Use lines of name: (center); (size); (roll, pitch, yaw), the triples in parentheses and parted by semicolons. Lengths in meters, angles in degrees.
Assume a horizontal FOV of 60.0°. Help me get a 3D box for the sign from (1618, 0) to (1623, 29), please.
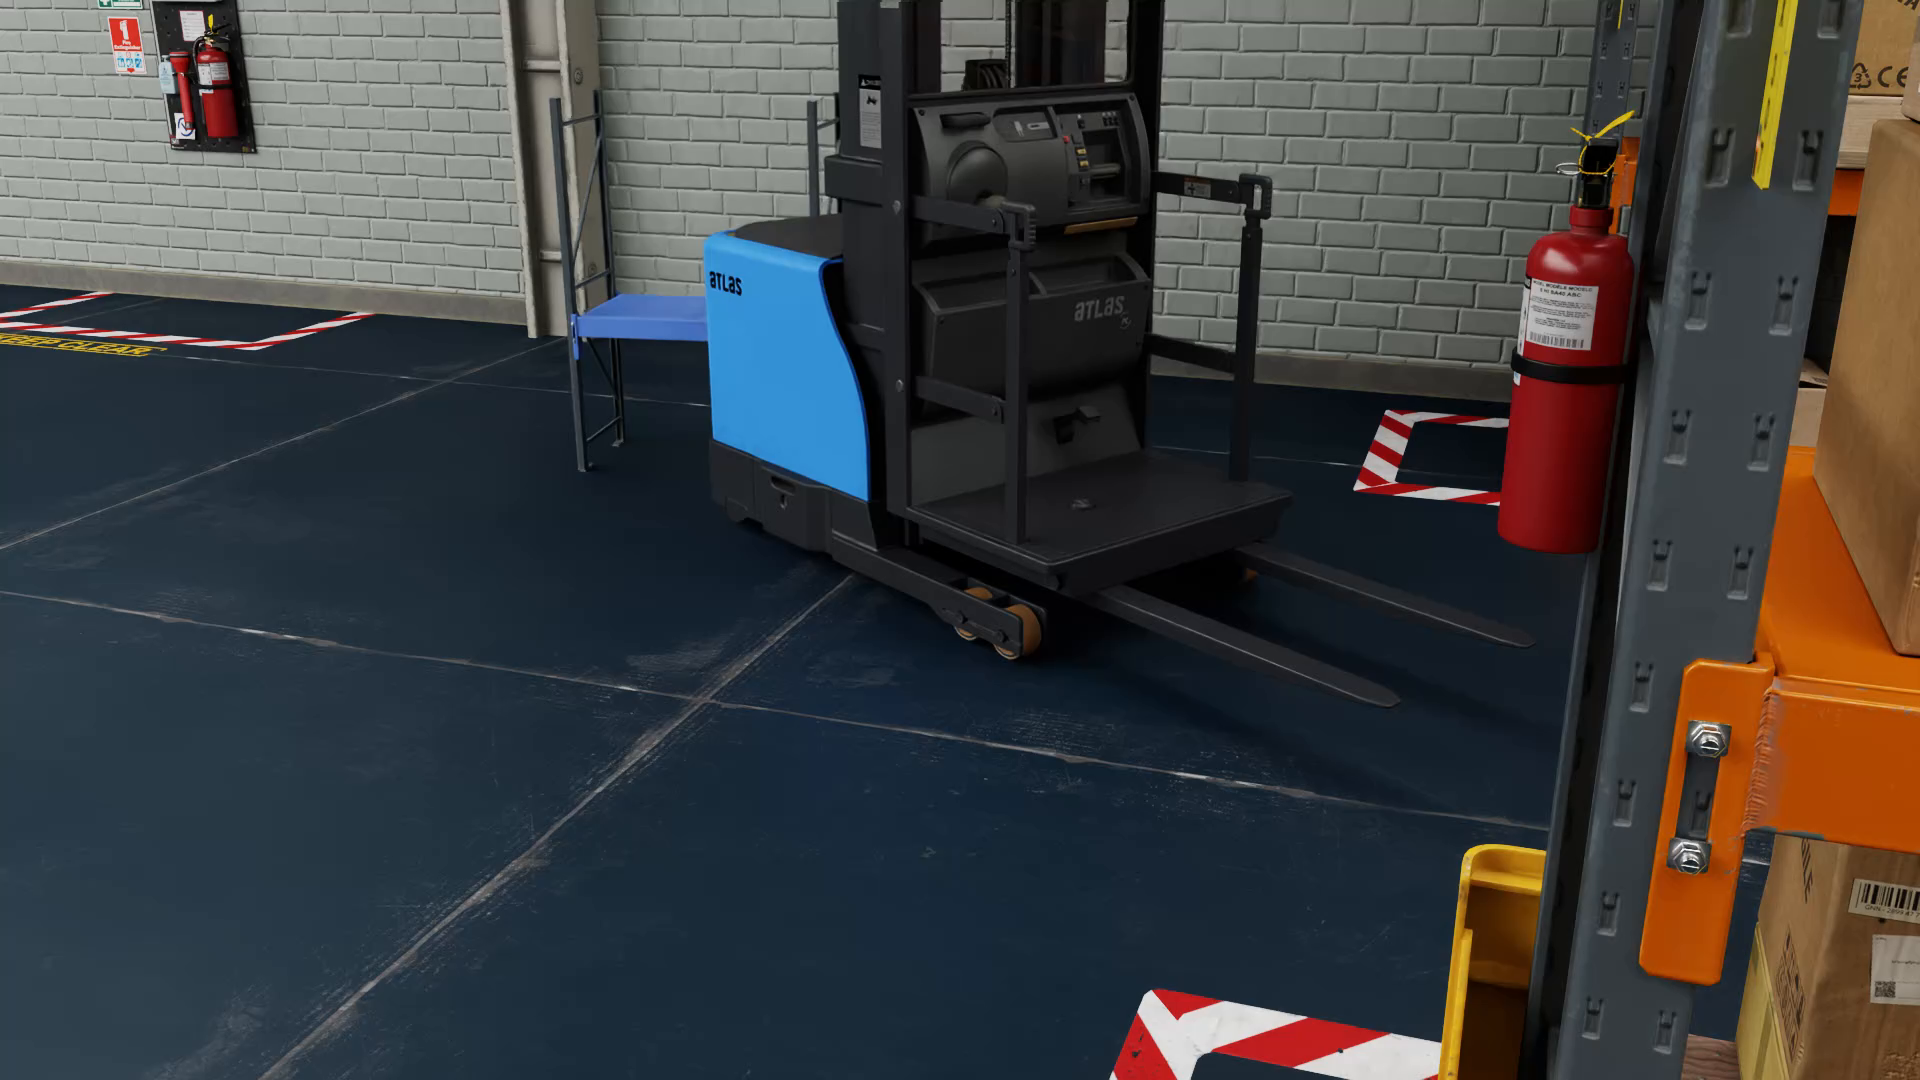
sign: (2.353, -1.981, 5.888); (0.005, 0.325, 0.100); (7, 20, 18)

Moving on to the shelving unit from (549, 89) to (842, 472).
shelving unit: (-1.025, -1.044, 6.792); (1.048, 1.500, 0.538); (3, 19, 9)

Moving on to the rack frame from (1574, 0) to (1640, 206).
rack frame: (2.531, -1.741, 6.514); (0.127, 3.000, 1.000); (7, 20, 18)

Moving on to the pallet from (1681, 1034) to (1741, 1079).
pallet: (1.645, 1.186, 2.354); (1.213, 0.211, 1.003); (7, 20, 18)

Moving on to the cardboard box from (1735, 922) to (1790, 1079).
cardboard box: (1.512, 0.866, 2.575); (0.500, 0.250, 0.500); (7, 20, 18)

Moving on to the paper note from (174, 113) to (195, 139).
paper note: (-4.658, -2.486, 9.989); (0.142, 0.148, 0.016); (7, 20, 18)

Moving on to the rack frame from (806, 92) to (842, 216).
rack frame: (-0.523, -1.017, 6.716); (0.032, 1.500, 0.500); (3, 19, 9)

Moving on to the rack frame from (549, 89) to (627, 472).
rack frame: (-1.527, -1.070, 6.867); (0.032, 1.500, 0.500); (3, 19, 9)

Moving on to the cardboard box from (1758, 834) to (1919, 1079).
cardboard box: (1.513, 0.511, 2.454); (0.500, 0.500, 0.500); (7, 20, 18)

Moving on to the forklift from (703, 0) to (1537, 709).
forklift: (0.378, -1.207, 5.086); (1.130, 2.935, 3.031); (-15, 24, -37)

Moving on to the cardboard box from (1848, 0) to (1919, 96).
cardboard box: (3.347, -1.832, 5.834); (0.500, 0.500, 0.500); (7, 20, 18)

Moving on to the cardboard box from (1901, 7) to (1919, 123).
cardboard box: (1.332, -0.572, 2.023); (0.250, 0.149, 0.380); (6, 20, 17)

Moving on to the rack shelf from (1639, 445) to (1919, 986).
rack shelf: (2.798, 0.355, 1.593); (4.000, 0.370, 1.077); (7, 20, 18)

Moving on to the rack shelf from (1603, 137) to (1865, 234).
rack shelf: (4.420, -1.185, 6.013); (4.000, 0.370, 1.077); (7, 20, 18)

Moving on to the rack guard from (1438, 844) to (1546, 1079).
rack guard: (0.886, 0.977, 2.513); (0.348, 0.500, 1.175); (7, 20, 18)

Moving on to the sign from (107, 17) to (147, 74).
sign: (-5.002, -2.970, 9.985); (0.234, 0.329, 0.001); (7, 20, 18)

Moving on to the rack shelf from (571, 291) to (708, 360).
rack shelf: (-1.025, -0.874, 6.851); (1.000, 0.185, 0.538); (3, 19, 9)

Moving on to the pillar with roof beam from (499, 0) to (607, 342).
pillar with roof beam: (-3.605, -4.077, 4.101); (0.400, 9.000, 9.100); (7, 20, 18)

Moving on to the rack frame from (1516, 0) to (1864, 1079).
rack frame: (0.910, -0.202, 2.097); (0.053, 2.616, 0.949); (7, 20, 18)

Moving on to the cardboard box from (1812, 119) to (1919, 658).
cardboard box: (1.345, -0.193, 1.922); (0.500, 0.500, 0.700); (7, 20, 18)

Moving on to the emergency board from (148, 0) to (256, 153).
emergency board: (-4.514, -2.861, 9.728); (0.643, 1.169, 0.194); (7, 20, 18)

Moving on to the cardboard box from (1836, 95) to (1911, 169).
cardboard box: (3.383, -1.477, 5.953); (0.500, 0.250, 0.500); (6, 20, 16)

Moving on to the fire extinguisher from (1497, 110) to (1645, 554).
fire extinguisher: (0.949, -0.321, 2.558); (0.183, 0.674, 0.296); (7, 20, 18)

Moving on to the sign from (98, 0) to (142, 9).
sign: (-5.001, -3.217, 9.889); (0.331, 0.109, 0.001); (7, 20, 18)

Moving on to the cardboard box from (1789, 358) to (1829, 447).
cardboard box: (3.155, -0.577, 6.590); (0.500, 0.311, 0.500); (4, 20, 12)

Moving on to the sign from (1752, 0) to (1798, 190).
sign: (0.721, -0.475, 1.446); (0.005, 0.325, 0.100); (7, 20, 18)
